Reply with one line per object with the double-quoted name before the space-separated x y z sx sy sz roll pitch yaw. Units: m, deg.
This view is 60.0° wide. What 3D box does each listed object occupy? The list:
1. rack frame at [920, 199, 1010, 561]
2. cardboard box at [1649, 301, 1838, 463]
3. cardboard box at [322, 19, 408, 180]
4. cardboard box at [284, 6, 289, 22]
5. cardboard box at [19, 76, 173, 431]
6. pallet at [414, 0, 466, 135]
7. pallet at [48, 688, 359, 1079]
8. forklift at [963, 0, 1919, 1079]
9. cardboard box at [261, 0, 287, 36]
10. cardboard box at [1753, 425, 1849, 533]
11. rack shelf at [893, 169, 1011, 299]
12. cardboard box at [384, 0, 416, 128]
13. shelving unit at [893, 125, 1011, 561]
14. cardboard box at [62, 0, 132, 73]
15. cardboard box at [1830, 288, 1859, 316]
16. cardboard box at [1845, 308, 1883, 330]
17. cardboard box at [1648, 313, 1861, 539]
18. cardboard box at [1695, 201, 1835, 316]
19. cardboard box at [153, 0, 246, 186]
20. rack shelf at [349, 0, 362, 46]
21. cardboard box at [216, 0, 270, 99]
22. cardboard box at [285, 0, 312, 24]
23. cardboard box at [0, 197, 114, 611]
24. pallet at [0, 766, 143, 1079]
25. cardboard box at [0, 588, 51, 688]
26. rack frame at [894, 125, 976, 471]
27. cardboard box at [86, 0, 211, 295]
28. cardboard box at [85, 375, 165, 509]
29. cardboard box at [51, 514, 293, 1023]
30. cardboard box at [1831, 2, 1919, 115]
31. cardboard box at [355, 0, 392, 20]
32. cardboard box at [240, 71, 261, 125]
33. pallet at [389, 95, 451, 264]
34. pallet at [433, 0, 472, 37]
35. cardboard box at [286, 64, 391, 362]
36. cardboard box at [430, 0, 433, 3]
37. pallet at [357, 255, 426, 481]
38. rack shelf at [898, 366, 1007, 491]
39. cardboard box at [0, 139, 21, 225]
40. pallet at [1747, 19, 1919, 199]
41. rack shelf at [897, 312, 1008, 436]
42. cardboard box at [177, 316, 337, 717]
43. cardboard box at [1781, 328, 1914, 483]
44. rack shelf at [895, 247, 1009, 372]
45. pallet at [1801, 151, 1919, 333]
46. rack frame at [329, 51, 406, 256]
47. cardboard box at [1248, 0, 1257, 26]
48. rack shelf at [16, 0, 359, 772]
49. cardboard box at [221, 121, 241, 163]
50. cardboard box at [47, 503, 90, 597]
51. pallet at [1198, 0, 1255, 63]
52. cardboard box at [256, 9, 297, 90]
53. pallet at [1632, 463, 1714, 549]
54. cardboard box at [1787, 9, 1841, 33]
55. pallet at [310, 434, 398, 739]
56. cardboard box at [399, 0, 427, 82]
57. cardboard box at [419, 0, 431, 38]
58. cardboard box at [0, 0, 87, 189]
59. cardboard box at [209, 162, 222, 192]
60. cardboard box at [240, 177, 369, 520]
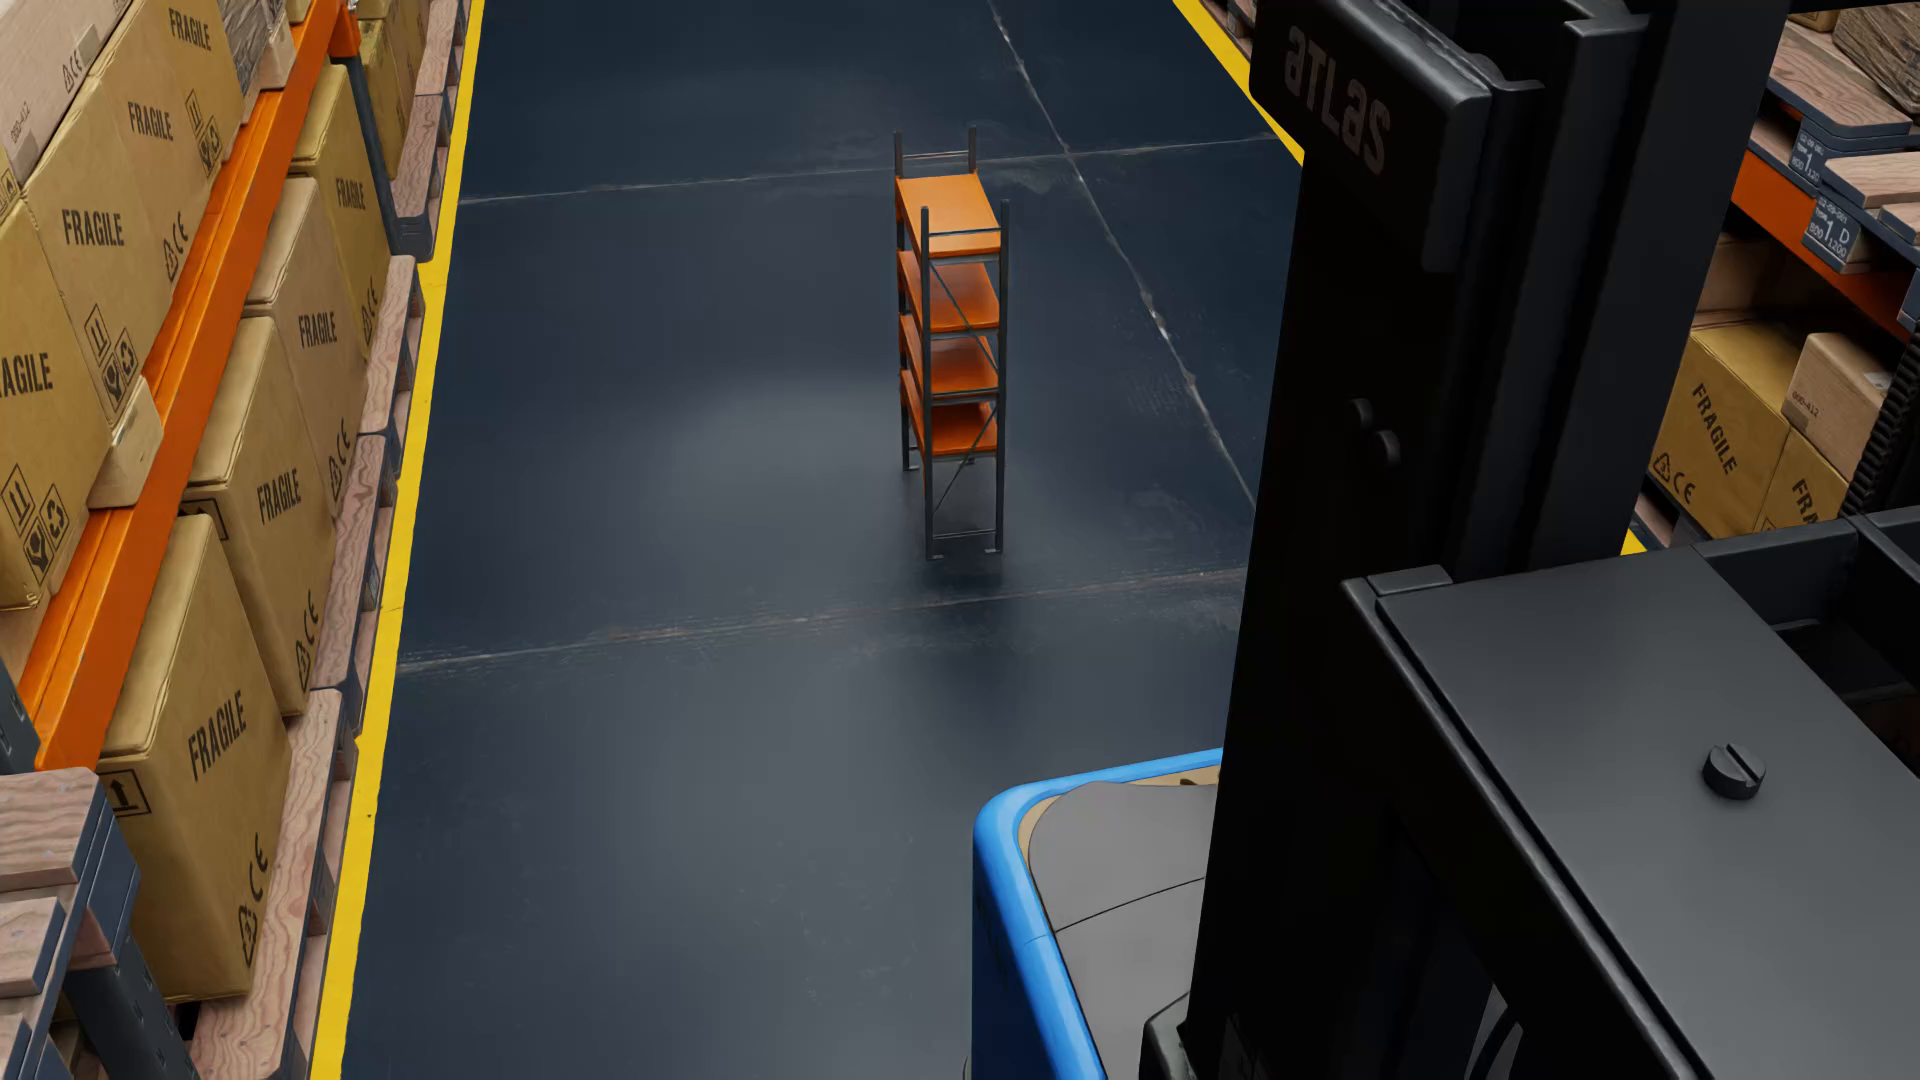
"rack frame" 0.014 -0.426 4.821 0.240 1.200 0.015 -6 38 -8
"cardboard box" 2.334 -0.616 5.276 0.500 0.500 0.500 -8 38 -10
"cardboard box" -2.690 -1.783 6.795 0.700 0.500 0.500 -6 38 -7
"cardboard box" -2.253 -1.565 5.008 0.380 0.149 0.250 -5 38 -7
"cardboard box" -1.875 -0.529 3.145 0.500 0.500 0.500 -5 38 -6
"pallet" -2.933 -2.246 7.970 1.003 0.211 1.213 -6 38 -8
"pallet" -2.023 0.891 3.931 1.003 0.211 1.213 -6 38 -8
"forklift" 0.864 0.939 1.652 1.130 2.935 3.031 -9 39 -11
"cardboard box" -2.232 -1.748 4.714 0.500 0.500 0.500 -6 38 -8
"cardboard box" 2.523 0.013 4.467 0.500 0.500 0.500 -5 38 -6
"rack shelf" -0.029 -0.884 4.770 0.258 0.148 0.480 -6 38 -8
"cardboard box" -2.775 -2.087 7.186 0.700 0.500 0.500 -7 38 -8
"shelving unit" -0.029 -0.574 5.011 0.258 1.200 0.503 -6 38 -8
"cardboard box" -1.971 -1.115 3.288 0.500 0.250 0.500 -6 38 -8
"cardboard box" 2.842 -0.687 5.368 0.500 0.500 0.500 -7 38 -9
"cardboard box" 2.939 -0.372 4.963 0.500 0.500 0.500 -7 38 -9
"cardboard box" 2.432 -0.299 4.869 0.500 0.500 0.500 -8 38 -10
"cardboard box" 2.325 -0.934 5.075 0.500 0.250 0.500 -7 38 -9
"cardboard box" -2.059 -1.142 3.935 0.500 0.500 0.500 -5 38 -7
"rack shelf" -3.011 -3.065 7.337 1.077 0.370 4.000 -6 38 -8
"cardboard box" -2.152 -1.443 4.322 0.500 0.500 0.500 -6 38 -8
"cardboard box" -2.254 -1.727 5.216 0.380 0.149 0.250 -6 38 -7
"cardboard box" -1.792 -0.211 2.737 0.500 0.500 0.500 -5 38 -7
"pallet" -1.729 0.769 1.971 1.213 0.211 1.003 -6 38 -8
"cardboard box" -1.788 0.142 2.811 0.380 0.149 0.250 -7 38 -9
"rack frame" -0.072 -0.721 5.200 0.240 1.200 0.015 -6 38 -8
"cardboard box" -1.960 -0.828 3.531 0.500 0.500 0.500 -6 38 -8
"cardboard box" -1.787 -0.181 3.226 0.380 0.149 0.250 -5 38 -7
"cardboard box" -1.958 0.499 3.572 0.750 0.750 0.750 -7 38 -9
"cardboard box" 2.724 -1.407 4.192 0.700 0.500 0.500 0 38 1
"cardboard box" -2.571 -2.266 6.888 0.380 0.149 0.250 -5 38 -6
"cardboard box" -2.172 -1.257 4.612 0.380 0.149 0.250 -6 38 -8
"pallet" -2.716 -1.508 7.019 1.003 0.211 1.213 -6 38 -8
"pallet" -3.144 -2.982 8.916 1.003 0.211 1.213 -6 38 -8
"cardboard box" -2.418 -1.080 5.605 0.750 0.750 0.750 -6 38 -7
"cardboard box" -3.052 -3.022 8.390 0.700 0.500 0.500 -6 38 -8
"pallet" -2.450 -0.582 5.828 1.003 0.211 1.213 -6 38 -8
"rack shelf" -0.029 -0.364 5.174 0.258 0.148 0.480 -6 38 -8
"cardboard box" -1.789 -0.506 2.505 0.500 0.250 0.500 -5 38 -7
"pallet" 2.572 -1.359 4.711 1.003 0.211 1.213 -6 38 -8
"rack shelf" -0.029 -0.521 5.052 0.258 0.148 0.480 -6 38 -8
"cardboard box" -2.106 -0.030 4.254 0.750 0.750 0.750 -6 38 -8
"cardboard box" 2.509 -0.317 4.280 0.500 0.250 0.500 -5 38 -6
"rack shelf" -0.029 -0.697 4.915 0.258 0.148 0.480 -6 38 -8
"pallet" 2.730 -0.587 3.717 1.213 0.211 1.003 -6 38 -8
"rack frame" -2.660 -2.141 5.562 1.000 3.000 0.127 -6 38 -8
"cardboard box" 1.706 -2.555 7.927 0.500 0.311 0.500 -6 38 -8
"rack shelf" -2.309 -0.649 4.227 1.077 0.370 4.000 -6 38 -8
"cardboard box" -2.142 -1.104 4.415 0.380 0.149 0.250 -7 38 -9
"cardboard box" -1.824 -0.011 3.008 0.380 0.149 0.250 -6 38 -7
"pallet" 1.880 -2.729 8.590 1.003 0.211 1.213 -6 38 -8
"cardboard box" -2.149 -1.412 4.811 0.380 0.149 0.250 -6 38 -8
"pallet" 2.613 -0.350 5.528 1.003 0.211 1.213 -6 38 -8
"cardboard box" 2.587 -1.821 4.726 0.700 0.500 0.500 -16 41 -19
"pallet" -2.233 0.156 4.877 1.003 0.211 1.213 -6 38 -8
"cardboard box" -2.863 -2.397 7.586 0.700 0.500 0.500 -5 38 -7
"cardboard box" -2.963 -2.718 7.999 0.700 0.500 0.500 -7 38 -9
"cardboard box" -1.879 -0.813 2.900 0.500 0.250 0.500 -7 38 -9
"cardboard box" -2.107 -0.943 4.207 0.380 0.149 0.250 -5 38 -7
"cardboard box" -2.259 -0.543 4.914 0.750 0.750 0.750 -5 38 -7
